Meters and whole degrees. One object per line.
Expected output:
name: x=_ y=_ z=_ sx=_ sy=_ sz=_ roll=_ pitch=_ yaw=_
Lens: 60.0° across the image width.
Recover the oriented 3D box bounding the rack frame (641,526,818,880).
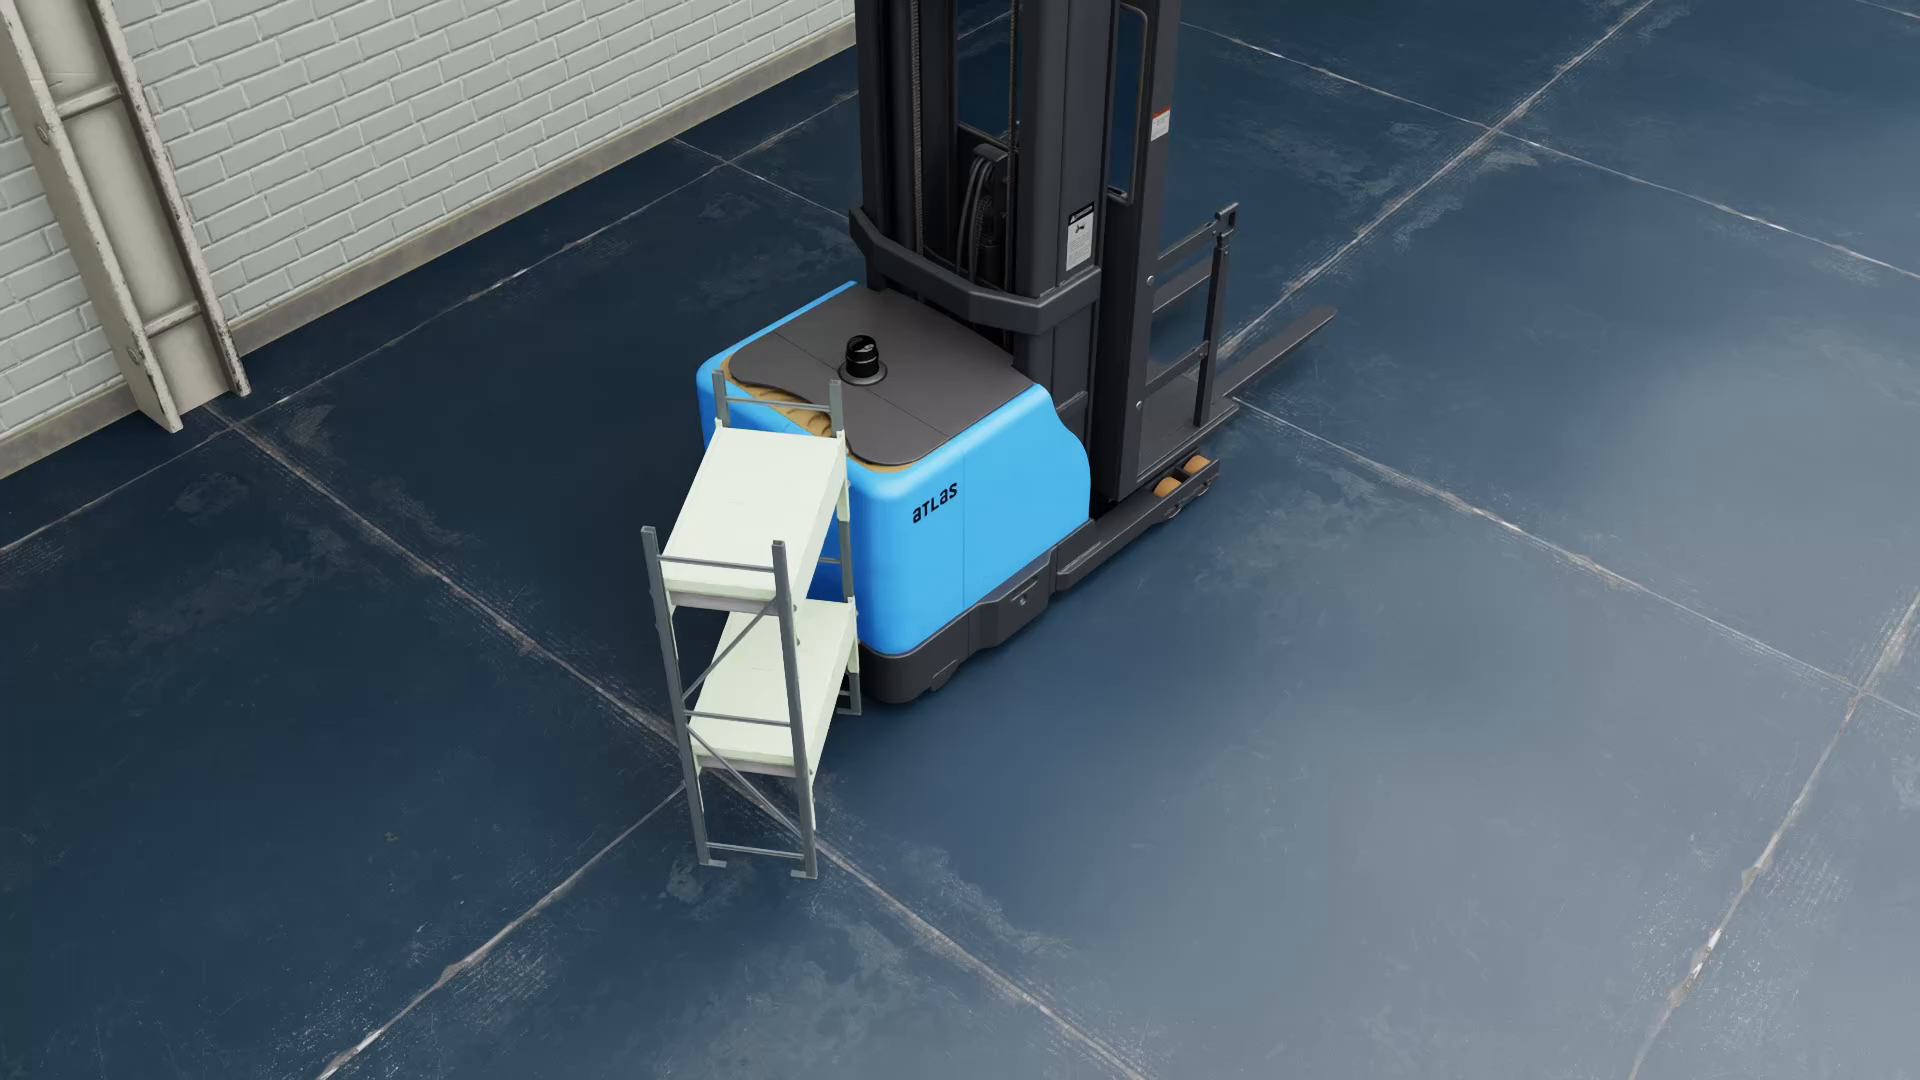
rack frame: x=-0.673 y=0.544 z=5.036 sx=0.400 sy=1.500 sz=0.023 roll=6 pitch=43 yaw=7

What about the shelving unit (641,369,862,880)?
shelving unit: x=-0.616 y=0.301 z=5.303 sx=0.431 sy=1.500 sz=0.755 roll=6 pitch=43 yaw=7

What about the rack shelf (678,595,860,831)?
rack shelf: x=-0.615 y=0.542 z=5.523 sx=0.431 sy=0.370 sz=0.720 roll=6 pitch=43 yaw=7

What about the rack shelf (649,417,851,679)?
rack shelf: x=-0.617 y=0.012 z=5.041 sx=0.431 sy=0.370 sz=0.720 roll=6 pitch=43 yaw=7

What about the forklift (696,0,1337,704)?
forklift: x=0.435 y=-1.391 z=6.101 sx=1.130 sy=2.935 sz=3.031 roll=33 pitch=51 yaw=31

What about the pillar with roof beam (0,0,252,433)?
pillar with roof beam: x=-0.136 y=-2.099 z=2.370 sx=9.100 sy=9.000 sz=0.400 roll=29 pitch=50 yaw=28

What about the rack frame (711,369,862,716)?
rack frame: x=-0.559 y=0.058 z=5.571 sx=0.400 sy=1.500 sz=0.023 roll=6 pitch=43 yaw=7
